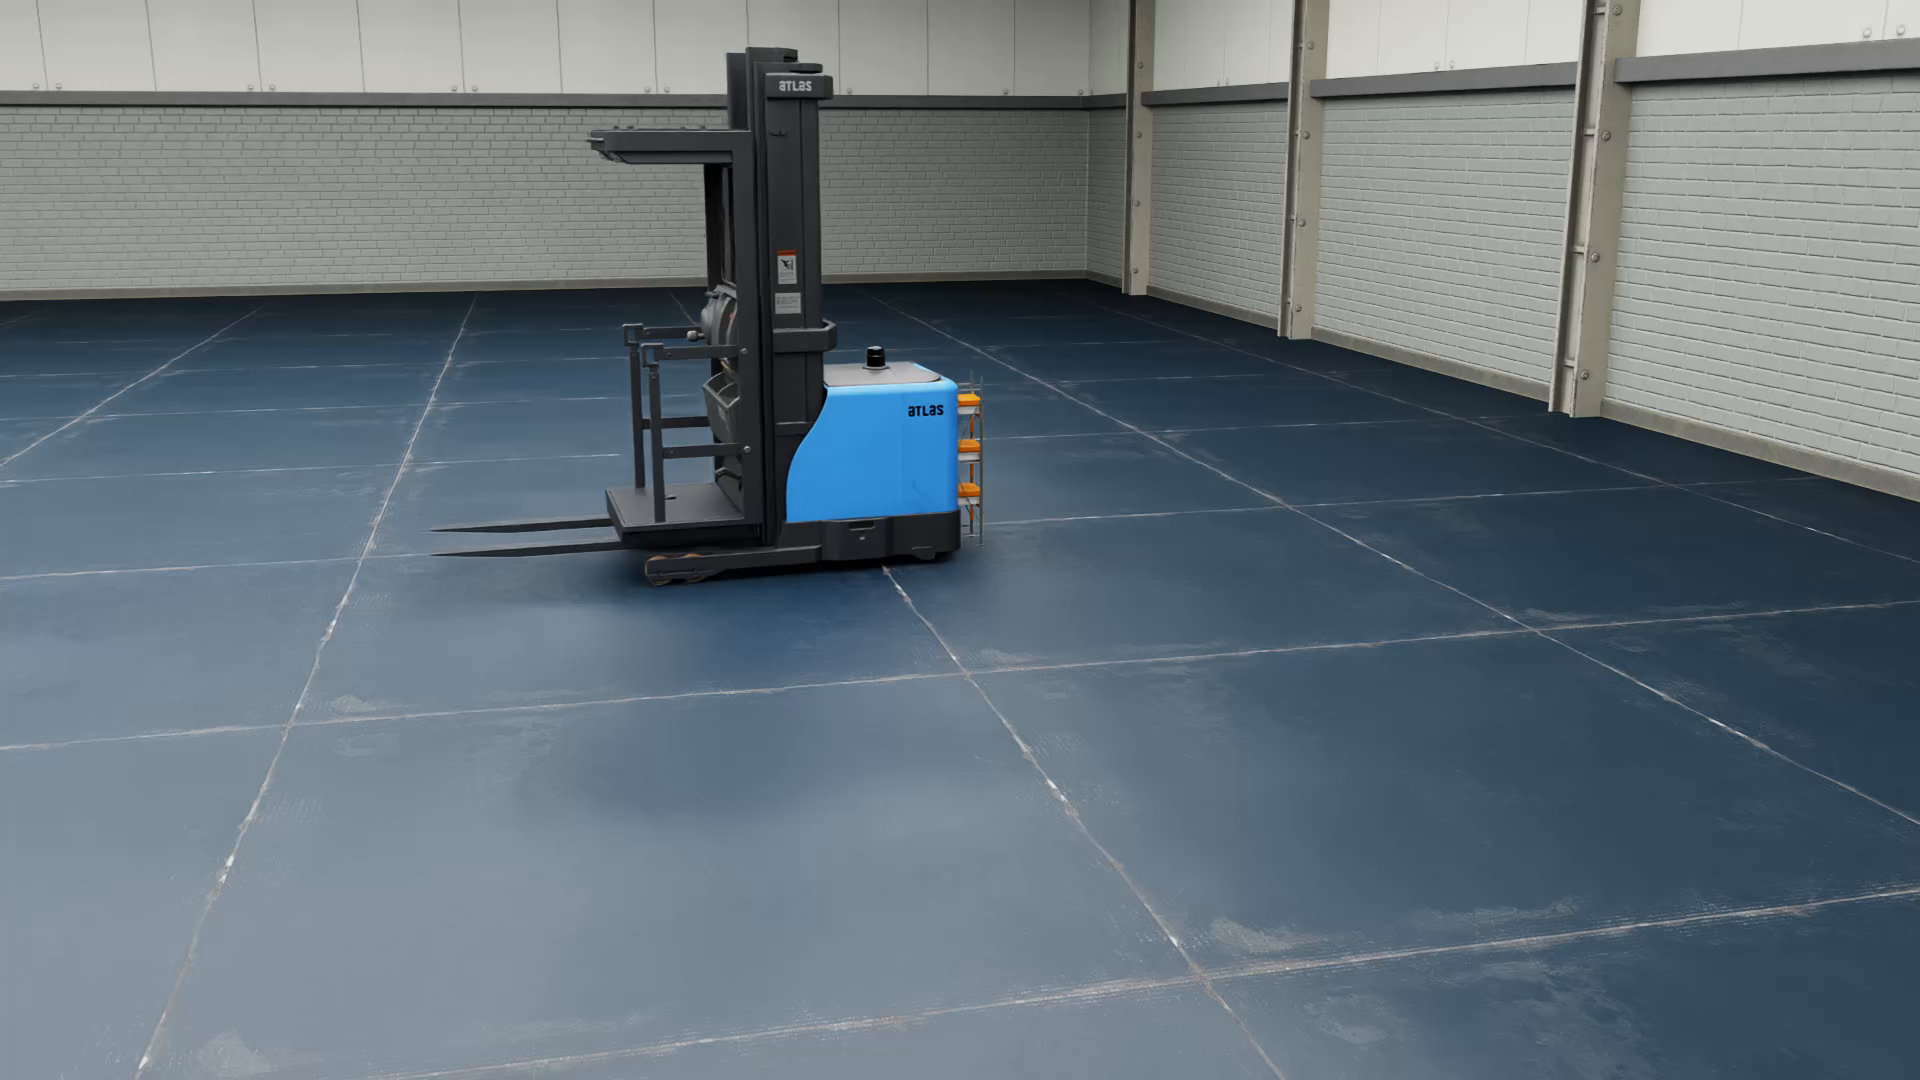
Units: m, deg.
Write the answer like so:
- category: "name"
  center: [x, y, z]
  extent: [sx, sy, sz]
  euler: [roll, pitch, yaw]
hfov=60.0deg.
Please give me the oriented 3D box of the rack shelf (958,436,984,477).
- category: "rack shelf"
  center: [0.013, -0.487, 10.255]
  extent: [0.215, 0.259, 0.240]
  euler: [-3, 14, -13]

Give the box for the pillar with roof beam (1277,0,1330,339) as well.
- category: "pillar with roof beam"
  center: [0.011, -6.669, 18.764]
  extent: [9.100, 9.000, 0.400]
  euler: [-3, 14, -13]

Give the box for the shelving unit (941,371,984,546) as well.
- category: "shelving unit"
  center: [0.013, -0.498, 10.252]
  extent: [0.215, 1.050, 0.252]
  euler: [-3, 14, -13]

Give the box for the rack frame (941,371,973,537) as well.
- category: "rack frame"
  center: [-0.016, -0.526, 10.367]
  extent: [0.200, 1.050, 0.008]
  euler: [-3, 14, -13]

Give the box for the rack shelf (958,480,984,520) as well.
- category: "rack shelf"
  center: [0.013, -0.217, 10.320]
  extent: [0.215, 0.259, 0.240]
  euler: [-3, 14, -13]

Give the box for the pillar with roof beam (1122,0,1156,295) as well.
- category: "pillar with roof beam"
  center: [-1.398, -8.053, 24.429]
  extent: [9.100, 9.000, 0.400]
  euler: [-3, 14, -13]

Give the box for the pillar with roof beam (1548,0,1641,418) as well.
- category: "pillar with roof beam"
  center: [1.420, -5.285, 13.098]
  extent: [9.100, 9.000, 0.400]
  euler: [-3, 14, -13]

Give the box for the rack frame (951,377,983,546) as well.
- category: "rack frame"
  center: [0.042, -0.470, 10.137]
  extent: [0.200, 1.050, 0.008]
  euler: [-3, 14, -13]

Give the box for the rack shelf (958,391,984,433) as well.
- category: "rack shelf"
  center: [0.013, -0.763, 10.187]
  extent: [0.215, 0.259, 0.240]
  euler: [-3, 14, -13]

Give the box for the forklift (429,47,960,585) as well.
- category: "forklift"
  center: [-1.573, -1.308, 9.604]
  extent: [3.031, 2.935, 1.130]
  euler: [-4, 14, -16]
